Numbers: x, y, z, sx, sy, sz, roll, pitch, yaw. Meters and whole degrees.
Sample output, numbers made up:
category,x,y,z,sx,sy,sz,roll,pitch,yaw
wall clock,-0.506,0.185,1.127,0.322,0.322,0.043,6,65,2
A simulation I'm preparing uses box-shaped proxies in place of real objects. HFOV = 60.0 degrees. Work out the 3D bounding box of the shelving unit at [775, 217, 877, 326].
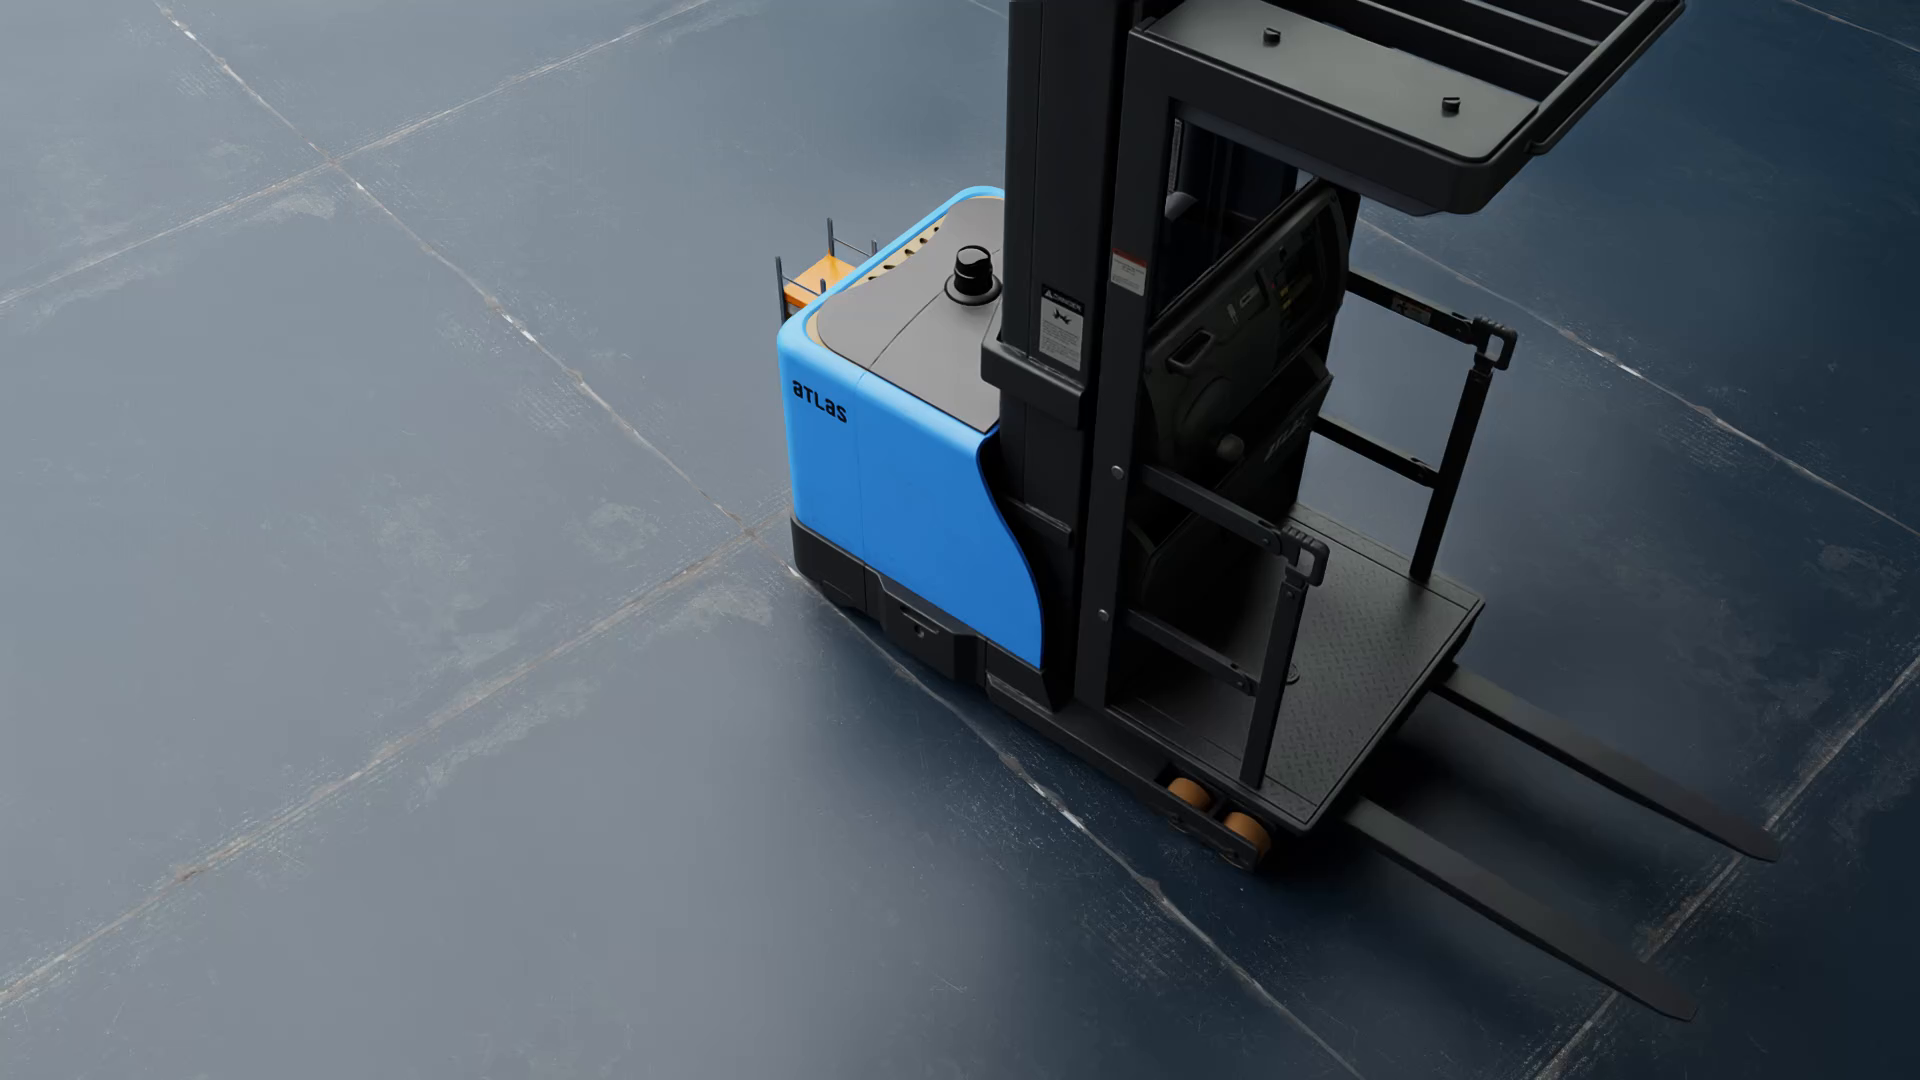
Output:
category,x,y,z,sx,sy,sz,roll,pitch,yaw
shelving unit,-0.415,-0.548,5.542,0.215,1.050,0.252,30,54,25

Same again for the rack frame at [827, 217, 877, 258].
category,x,y,z,sx,sy,sz,roll,pitch,yaw
rack frame,-0.341,-0.619,5.607,0.200,1.050,0.008,30,54,25

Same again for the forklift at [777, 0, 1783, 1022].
category,x,y,z,sx,sy,sz,roll,pitch,yaw
forklift,0.912,-0.482,4.201,3.031,2.935,1.130,30,54,25

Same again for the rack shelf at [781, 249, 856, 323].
category,x,y,z,sx,sy,sz,roll,pitch,yaw
rack shelf,-0.415,-0.734,5.341,0.215,0.259,0.240,30,54,25

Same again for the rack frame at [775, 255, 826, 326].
category,x,y,z,sx,sy,sz,roll,pitch,yaw
rack frame,-0.490,-0.477,5.476,0.200,1.050,0.008,30,54,25
